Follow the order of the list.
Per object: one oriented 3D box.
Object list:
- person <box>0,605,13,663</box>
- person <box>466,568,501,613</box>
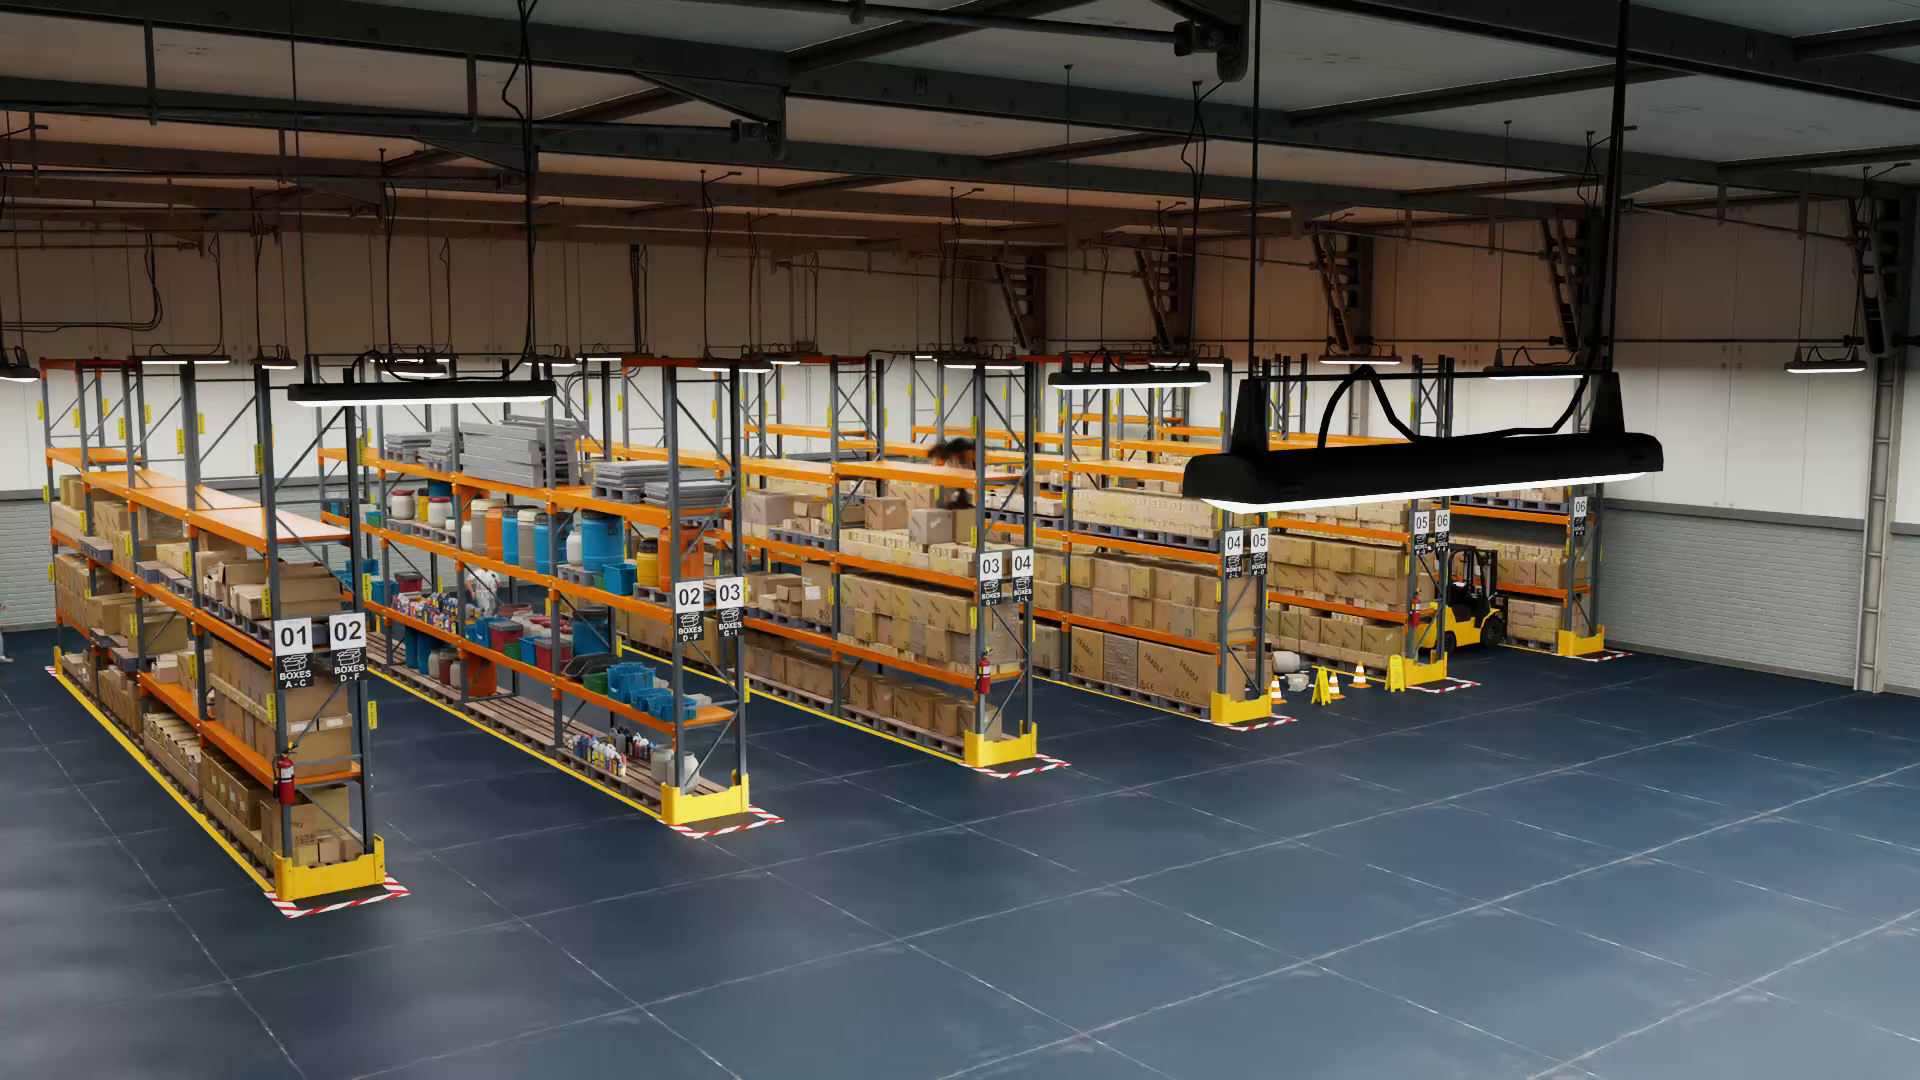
[{"bbox_3d":[-19.018,1.617,32.494,0.807,1.625,0.600,-4,8,-27],"label":"person"},{"bbox_3d":[-10.000,1.271,35.163,0.736,1.767,0.643,7,10,44],"label":"person"}]
